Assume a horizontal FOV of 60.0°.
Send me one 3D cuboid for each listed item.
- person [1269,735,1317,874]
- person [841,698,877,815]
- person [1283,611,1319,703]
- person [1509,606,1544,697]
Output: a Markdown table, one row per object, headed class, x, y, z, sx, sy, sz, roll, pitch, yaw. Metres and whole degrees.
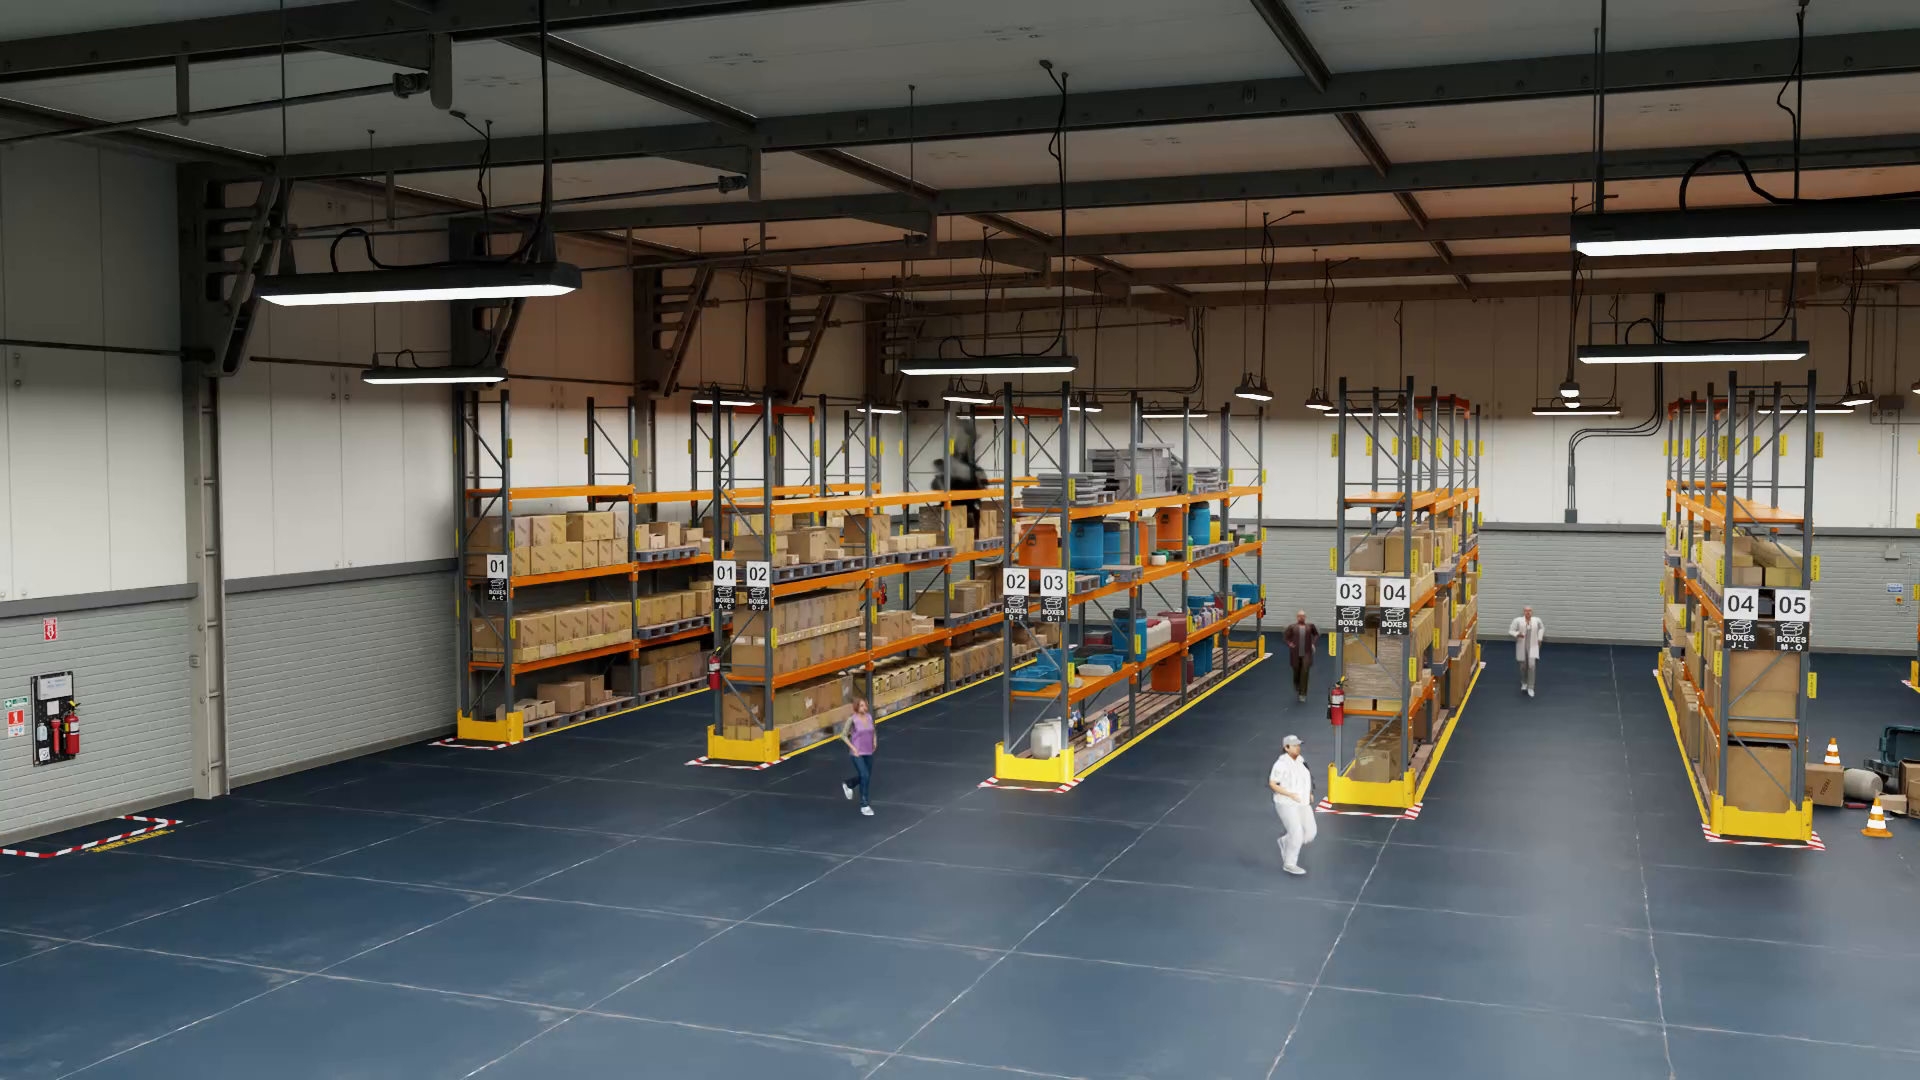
| class | x | y | z | sx | sy | sz | roll | pitch | yaw |
| --- | --- | --- | --- | --- | --- | --- | --- | --- | --- |
| person | 3.921 | 3.110 | 19.650 | 0.604 | 1.617 | 0.575 | -2 | 4 | -38 |
| person | -1.401 | 2.948 | 22.878 | 0.531 | 1.595 | 0.723 | -2 | 4 | -38 |
| person | 6.797 | 2.298 | 33.138 | 0.710 | 1.784 | 1.005 | 0 | 3 | 9 |
| person | 11.546 | 2.237 | 33.920 | 0.687 | 1.816 | 0.936 | 1 | 3 | 19 |
